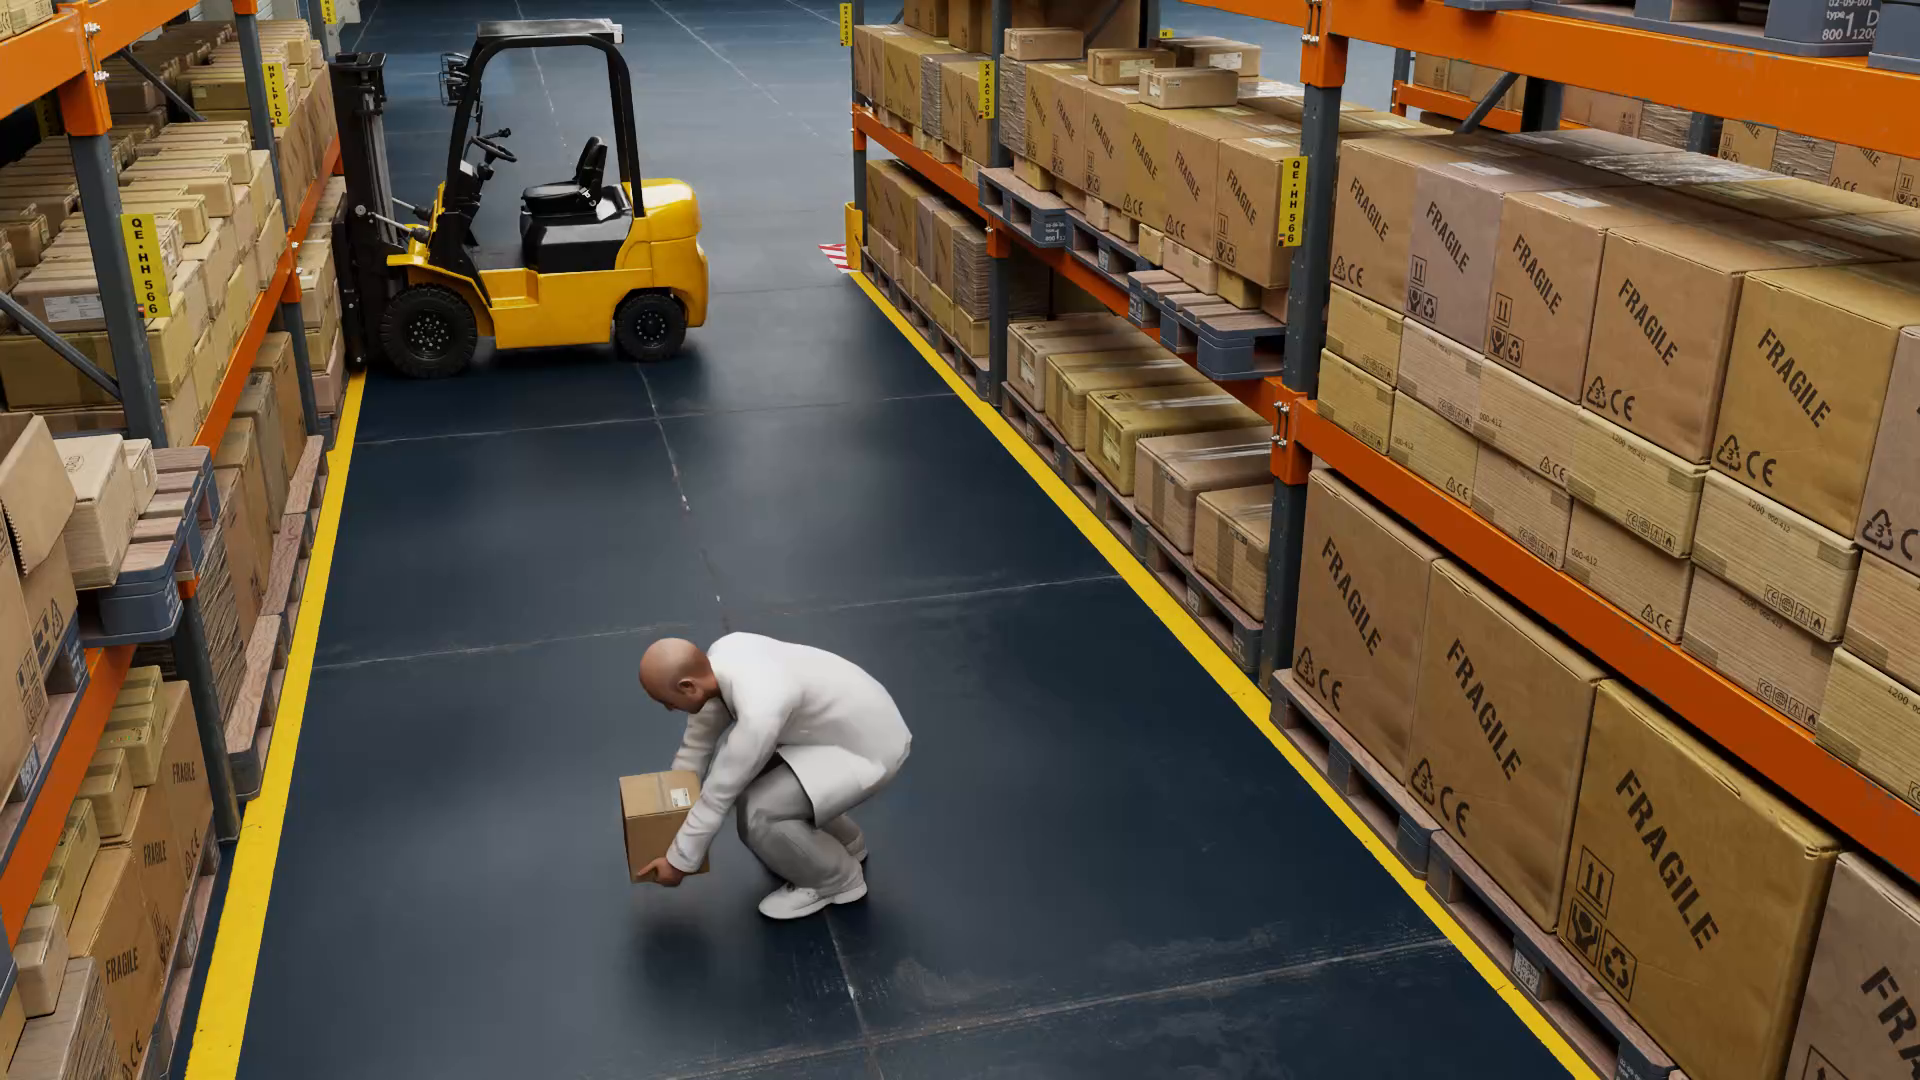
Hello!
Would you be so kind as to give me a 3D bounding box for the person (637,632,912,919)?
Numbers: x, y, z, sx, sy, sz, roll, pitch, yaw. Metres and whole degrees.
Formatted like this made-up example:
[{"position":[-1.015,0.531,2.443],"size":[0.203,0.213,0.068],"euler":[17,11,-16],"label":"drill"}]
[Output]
[{"position":[-0.616,0.728,5.407],"size":[0.931,0.983,0.574],"euler":[-7,24,-16],"label":"person"}]
